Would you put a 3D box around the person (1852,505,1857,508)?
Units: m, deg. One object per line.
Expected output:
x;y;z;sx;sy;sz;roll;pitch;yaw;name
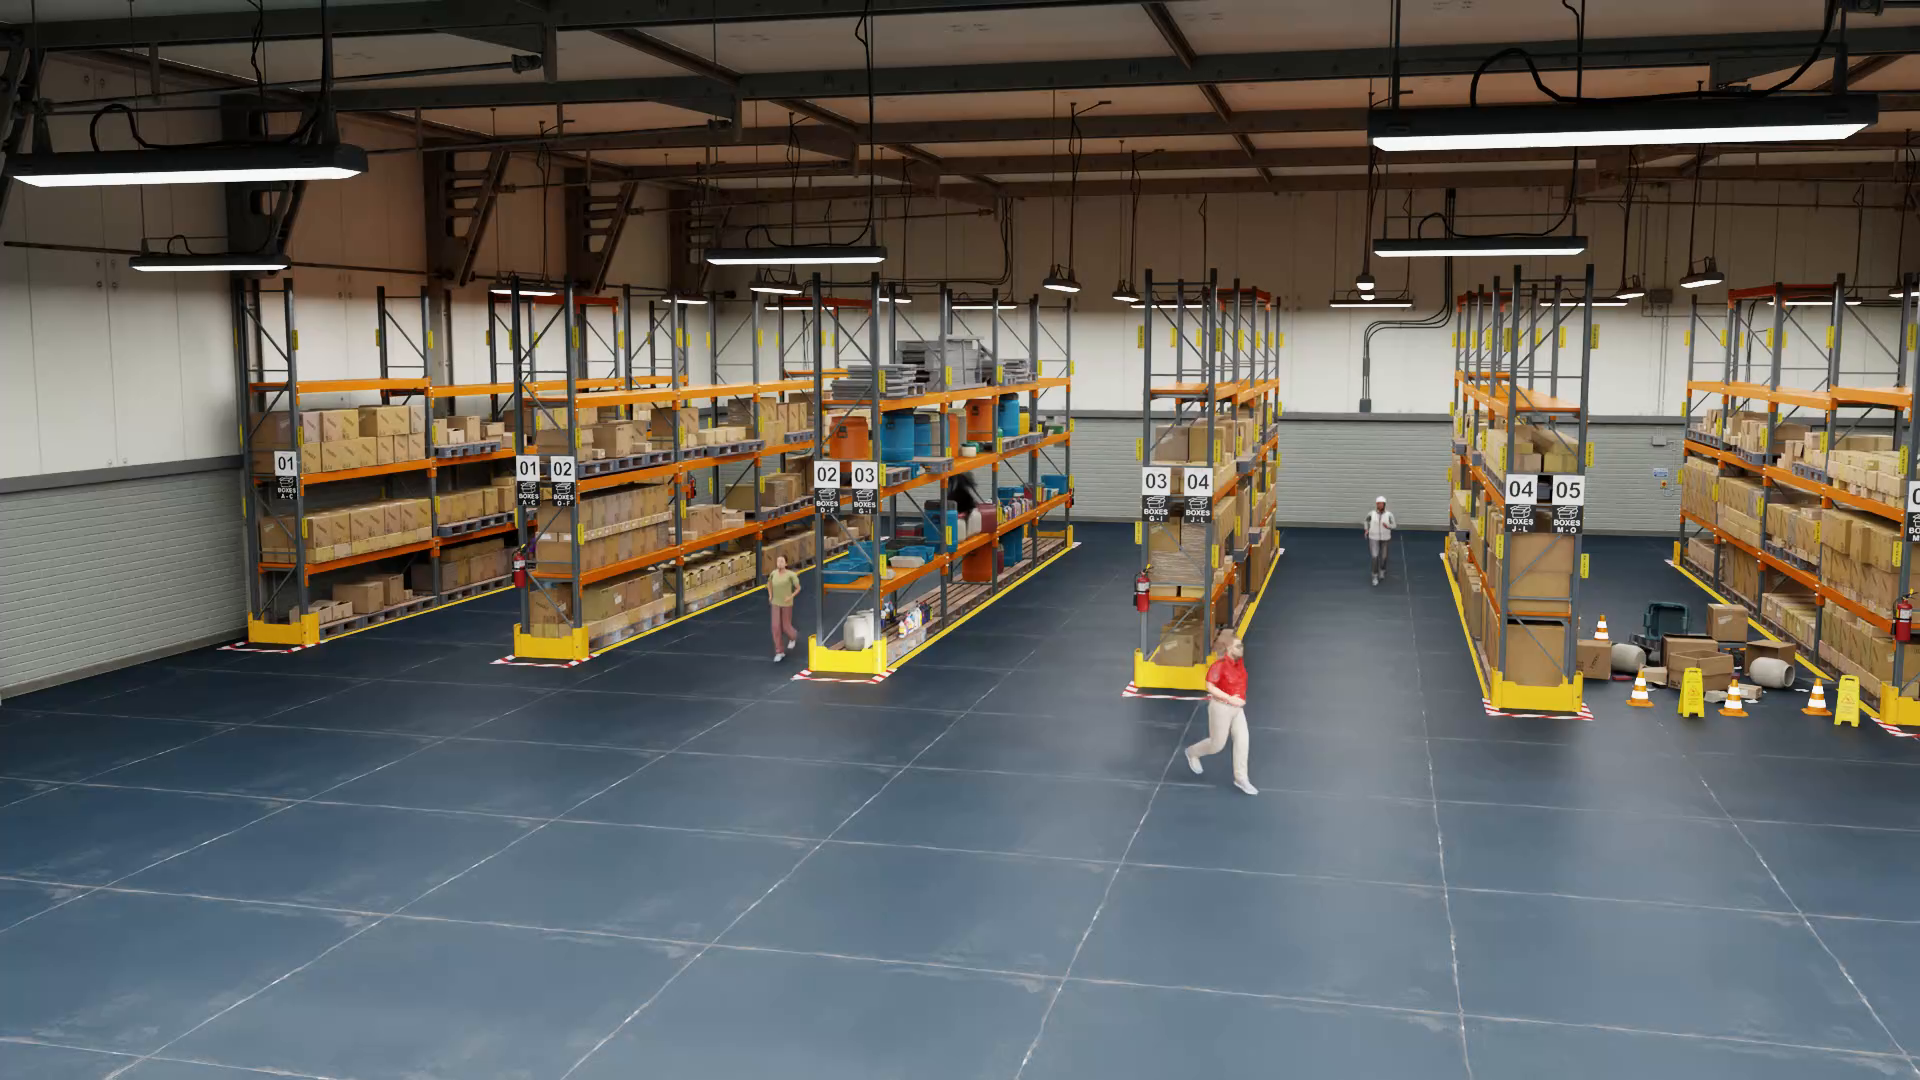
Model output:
17.902;0.105;33.508;0.647;1.833;0.739;0;7;1;person

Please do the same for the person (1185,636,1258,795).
2.973;1.927;18.687;0.686;1.729;1.002;-7;9;-43;person

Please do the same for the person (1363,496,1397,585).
8.657;-0.010;34.297;0.649;1.780;0.938;1;7;11;person

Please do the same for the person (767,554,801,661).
-2.792;1.043;26.362;0.587;1.661;0.816;1;7;12;person

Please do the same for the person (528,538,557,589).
-7.485;0.545;30.050;0.666;1.764;1.141;1;7;10;person
